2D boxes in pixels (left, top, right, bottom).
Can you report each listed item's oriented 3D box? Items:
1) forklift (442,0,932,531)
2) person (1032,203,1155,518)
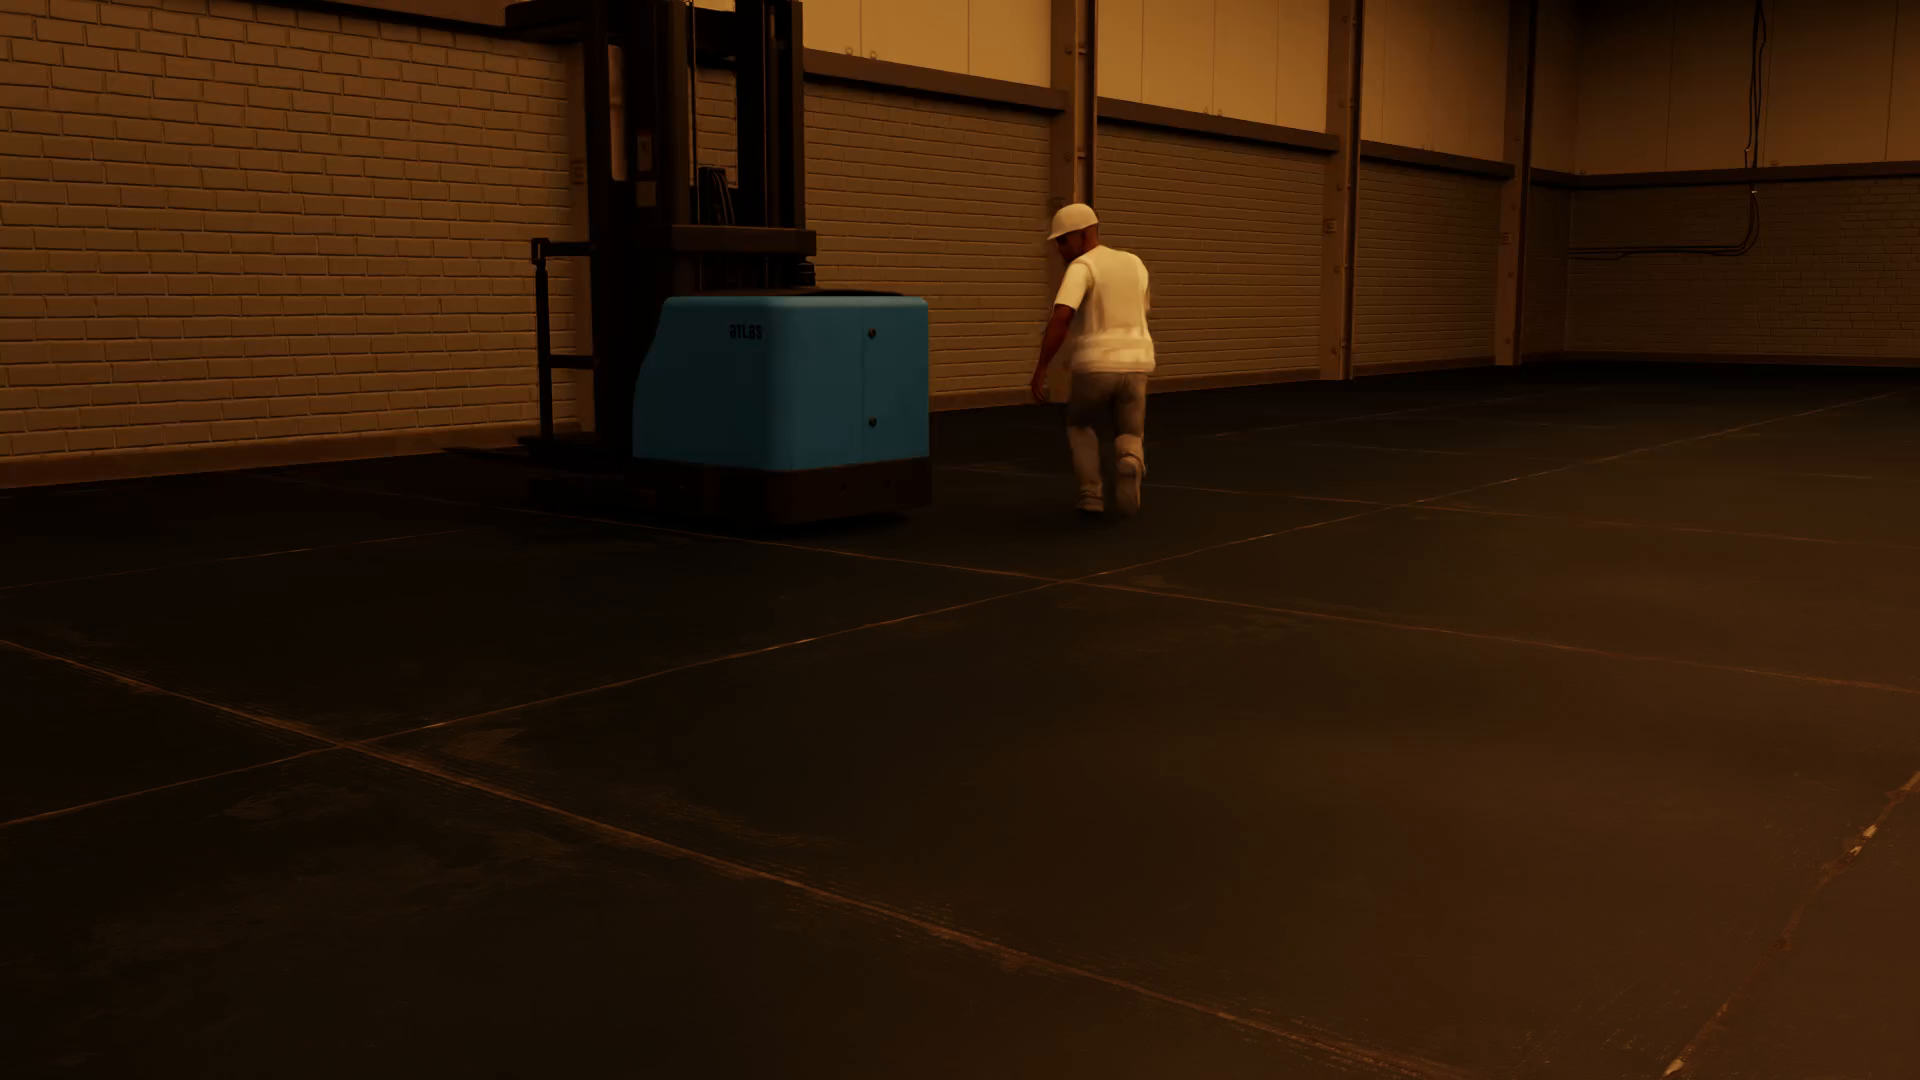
[{"bbox_3d":[-1.575,-1.641,8.496,3.031,2.935,1.130,7,11,41],"label":"forklift"},{"bbox_3d":[0.682,-0.887,8.231,0.732,1.546,0.718,-3,9,-18],"label":"person"}]
